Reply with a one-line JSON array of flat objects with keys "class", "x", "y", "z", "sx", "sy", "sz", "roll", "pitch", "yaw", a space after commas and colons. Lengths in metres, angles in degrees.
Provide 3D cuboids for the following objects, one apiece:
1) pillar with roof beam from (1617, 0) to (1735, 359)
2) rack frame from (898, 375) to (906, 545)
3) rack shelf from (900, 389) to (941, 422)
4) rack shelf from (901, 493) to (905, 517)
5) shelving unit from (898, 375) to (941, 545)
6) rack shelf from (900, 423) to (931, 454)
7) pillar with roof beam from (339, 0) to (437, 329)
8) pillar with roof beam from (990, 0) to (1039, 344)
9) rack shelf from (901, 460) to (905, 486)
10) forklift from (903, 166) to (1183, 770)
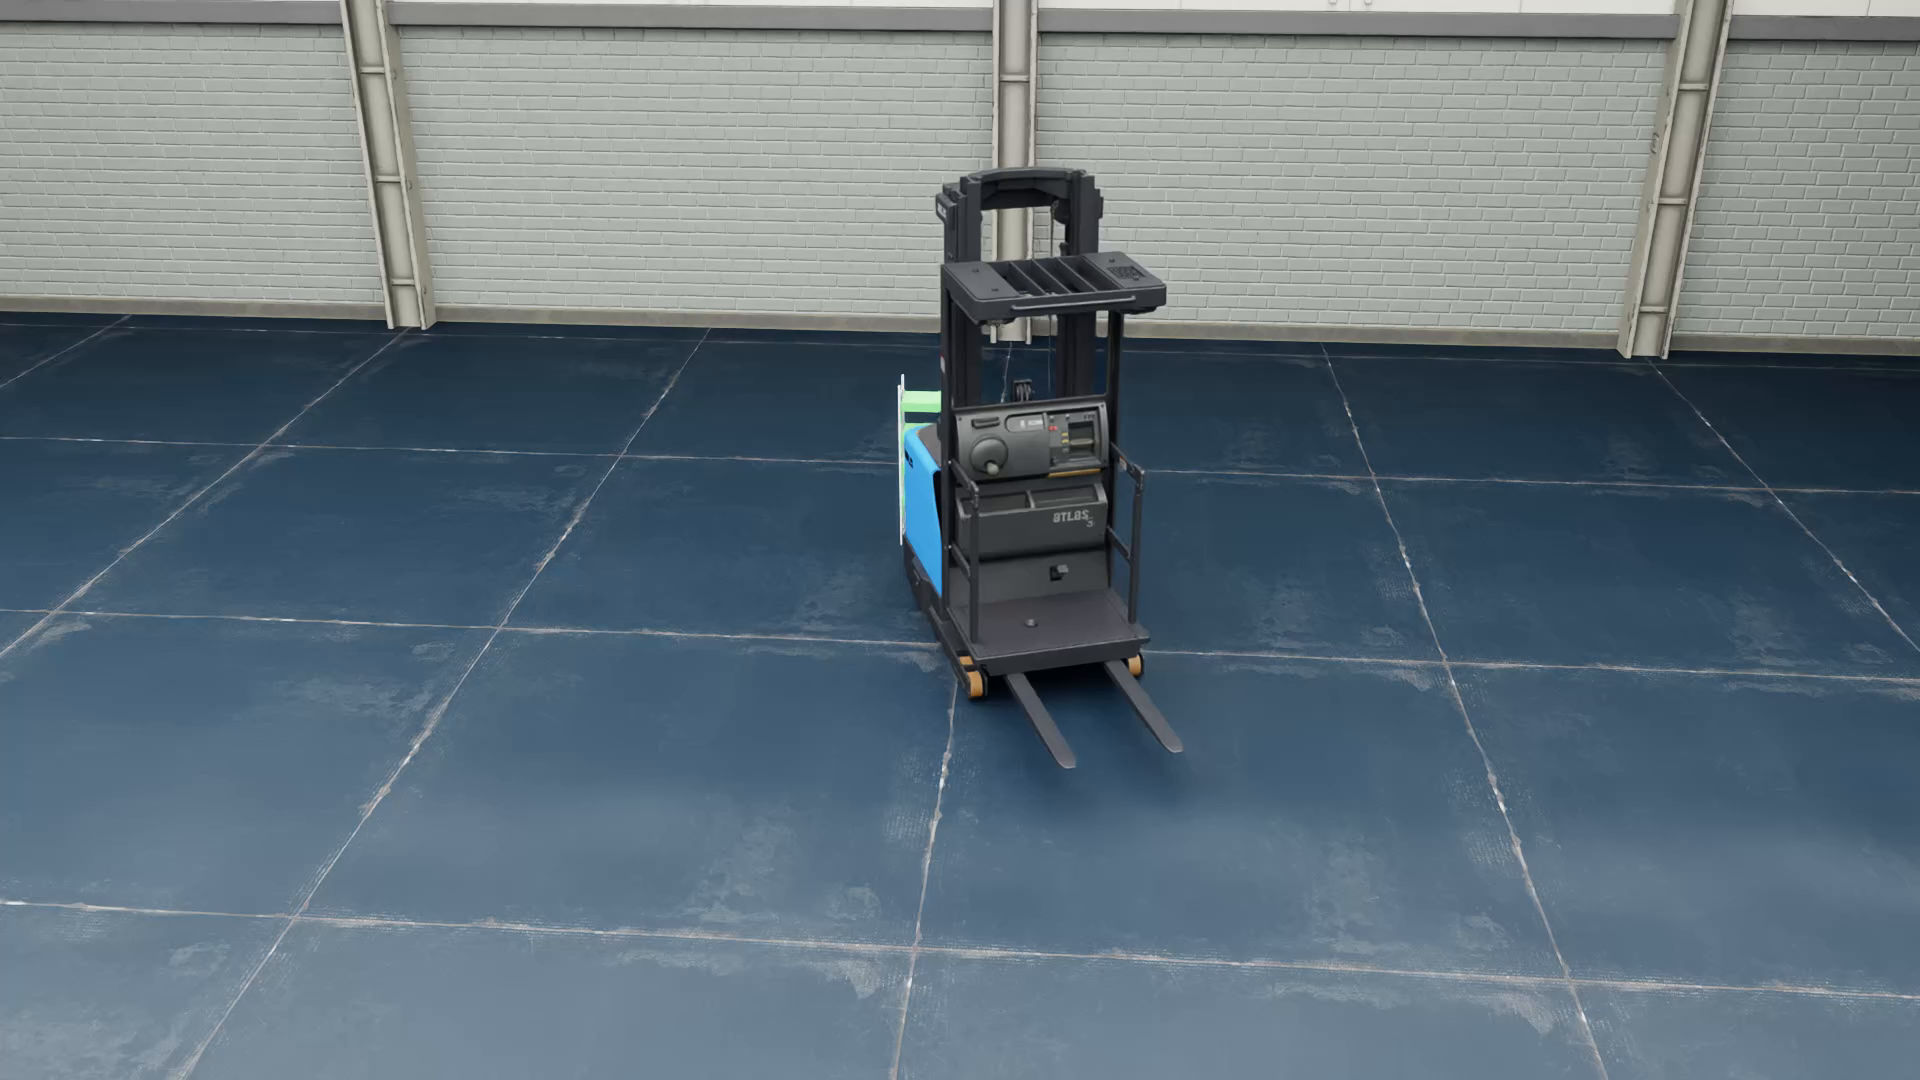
[{"class": "pillar with roof beam", "x": 6.156, "y": -4.070, "z": 10.041, "sx": 0.400, "sy": 9.000, "sz": 9.100, "roll": 2, "pitch": 25, "yaw": 4}, {"class": "rack frame", "x": -0.408, "y": -0.558, "z": 11.739, "sx": 0.015, "sy": 1.200, "sz": 0.240, "roll": 2, "pitch": 25, "yaw": 4}, {"class": "rack shelf", "x": -0.165, "y": -0.928, "z": 11.548, "sx": 0.480, "sy": 0.148, "sz": 0.258, "roll": 2, "pitch": 25, "yaw": 4}, {"class": "rack shelf", "x": -0.165, "y": -0.274, "z": 11.849, "sx": 0.480, "sy": 0.148, "sz": 0.258, "roll": 2, "pitch": 25, "yaw": 4}, {"class": "shelving unit", "x": -0.165, "y": -0.550, "z": 11.722, "sx": 0.503, "sy": 1.200, "sz": 0.258, "roll": 2, "pitch": 25, "yaw": 4}, {"class": "rack shelf", "x": -0.165, "y": -0.710, "z": 11.648, "sx": 0.480, "sy": 0.148, "sz": 0.258, "roll": 2, "pitch": 25, "yaw": 4}, {"class": "pillar with roof beam", "x": -5.809, "y": -4.454, "z": 10.876, "sx": 0.400, "sy": 9.000, "sz": 9.100, "roll": 2, "pitch": 25, "yaw": 4}, {"class": "pillar with roof beam", "x": 0.173, "y": -4.262, "z": 10.459, "sx": 0.400, "sy": 9.000, "sz": 9.100, "roll": 2, "pitch": 25, "yaw": 4}, {"class": "rack shelf", "x": -0.165, "y": -0.492, "z": 11.749, "sx": 0.480, "sy": 0.148, "sz": 0.258, "roll": 2, "pitch": 25, "yaw": 4}, {"class": "forklift", "x": 0.490, "y": -0.565, "z": 9.684, "sx": 1.130, "sy": 2.935, "sz": 3.031, "roll": -6, "pitch": 25, "yaw": -14}]
